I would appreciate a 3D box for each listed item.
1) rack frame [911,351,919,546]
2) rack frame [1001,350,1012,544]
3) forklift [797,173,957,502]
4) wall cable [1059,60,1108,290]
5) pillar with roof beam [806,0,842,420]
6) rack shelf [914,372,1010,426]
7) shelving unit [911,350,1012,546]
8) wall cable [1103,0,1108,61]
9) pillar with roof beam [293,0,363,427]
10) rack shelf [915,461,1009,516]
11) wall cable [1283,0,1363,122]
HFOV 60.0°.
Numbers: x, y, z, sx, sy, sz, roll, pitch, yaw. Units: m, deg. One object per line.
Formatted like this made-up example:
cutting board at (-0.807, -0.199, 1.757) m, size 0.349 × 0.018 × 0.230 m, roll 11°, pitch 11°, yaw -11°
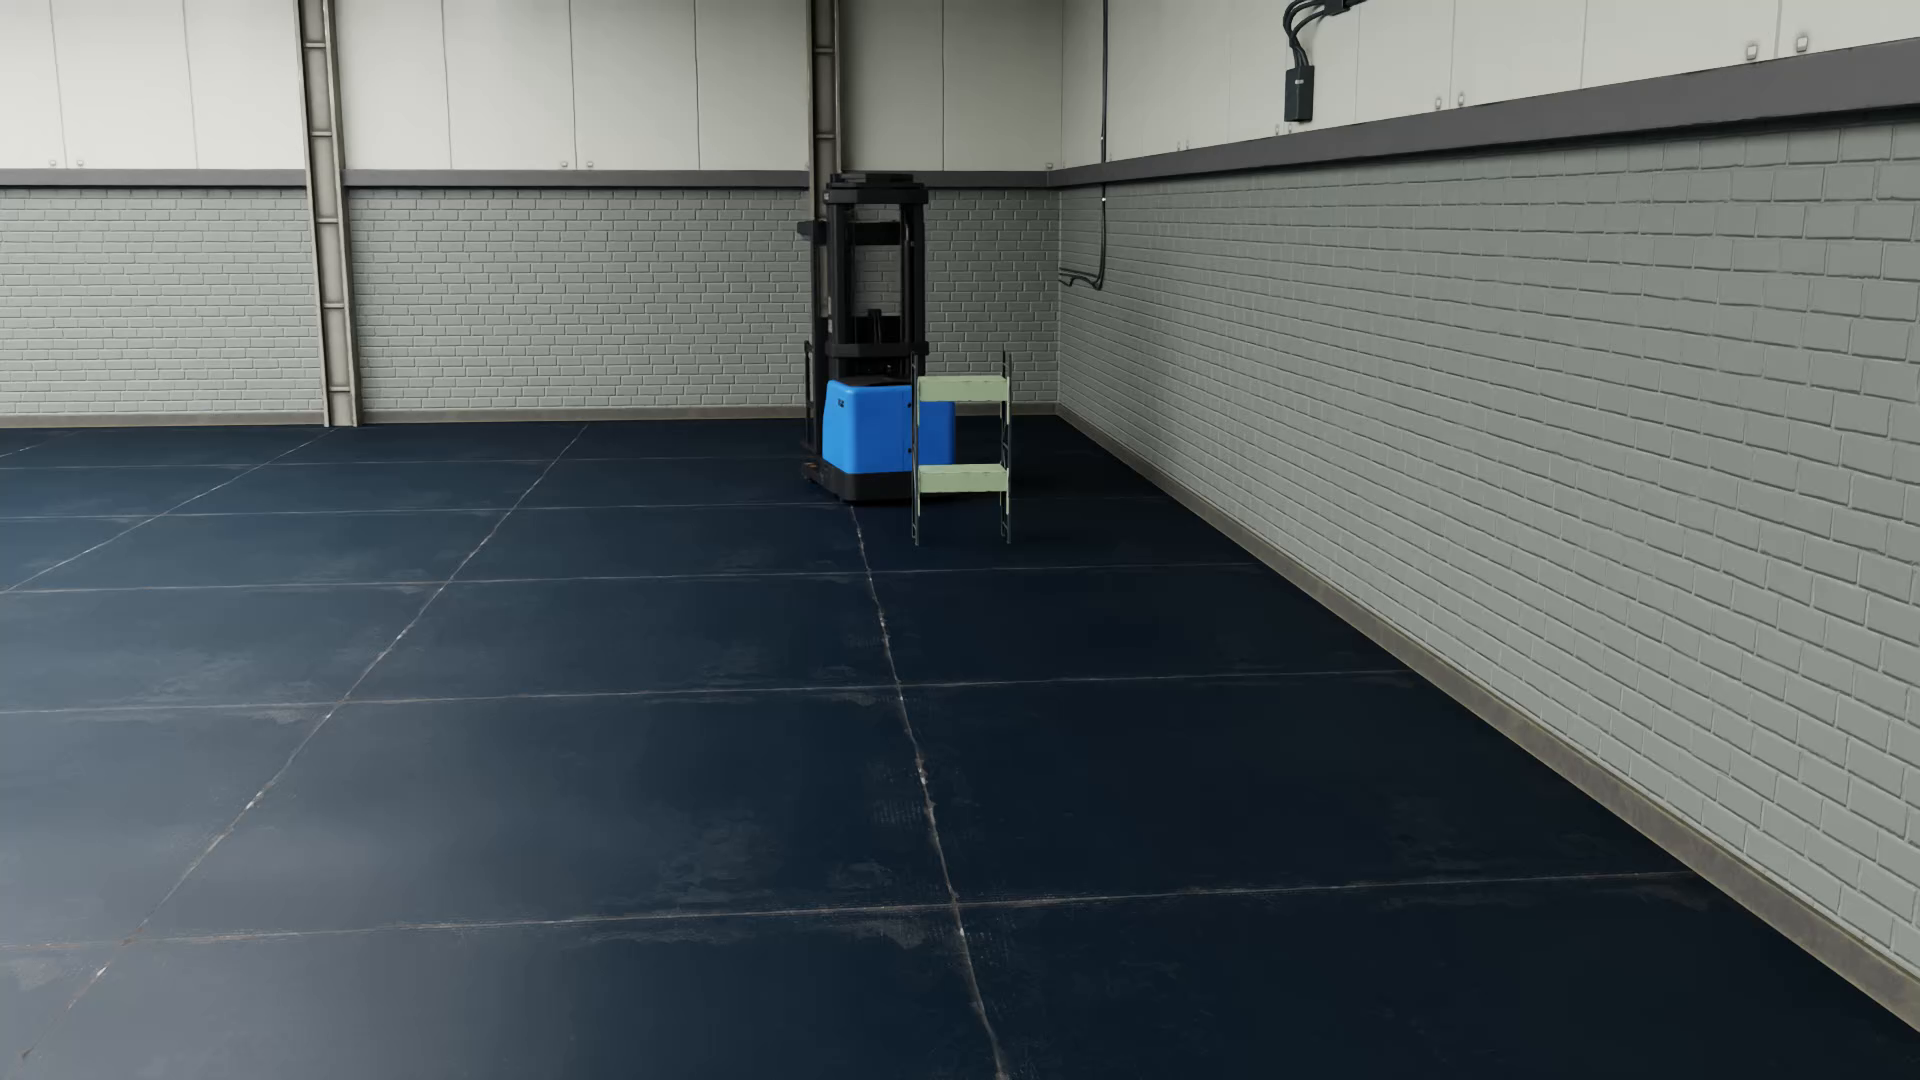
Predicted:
rack frame at (-0.357, -0.728, 13.185) m, size 0.023 × 1.500 × 0.400 m, roll -1°, pitch 11°, yaw -6°
rack frame at (0.371, -0.744, 13.263) m, size 0.023 × 1.500 × 0.400 m, roll -1°, pitch 11°, yaw -6°
forklift at (-0.938, -2.019, 16.042) m, size 1.130 × 2.935 × 3.031 m, roll -3°, pitch 12°, yaw -16°
wall cable at (1.396, -4.252, 19.717) m, size 0.112 × 2.526 × 3.097 m, roll -1°, pitch 11°, yaw -6°
pillar with roof beam at (-1.211, -5.142, 16.196) m, size 0.400 × 9.000 × 9.100 m, roll -1°, pitch 11°, yaw -6°
rack shelf at (0.007, -1.119, 13.149) m, size 0.720 × 0.370 × 0.431 m, roll -1°, pitch 11°, yaw -6°
shelving unit at (0.007, -0.736, 13.224) m, size 0.755 × 1.500 × 0.431 m, roll -1°, pitch 11°, yaw -6°
wall cable at (1.688, -6.211, 16.591) m, size 0.112 × 2.526 × 3.097 m, roll -1°, pitch 11°, yaw -6°
pillar with roof beam at (-7.175, -5.017, 15.560) m, size 0.400 × 9.000 × 9.100 m, roll -1°, pitch 11°, yaw -6°
rack shelf at (0.007, -0.416, 13.287) m, size 0.720 × 0.370 × 0.431 m, roll -1°, pitch 11°, yaw -6°
wall cable at (2.406, -5.623, 9.827) m, size 0.169 × 6.003 × 2.305 m, roll -1°, pitch 11°, yaw -6°
